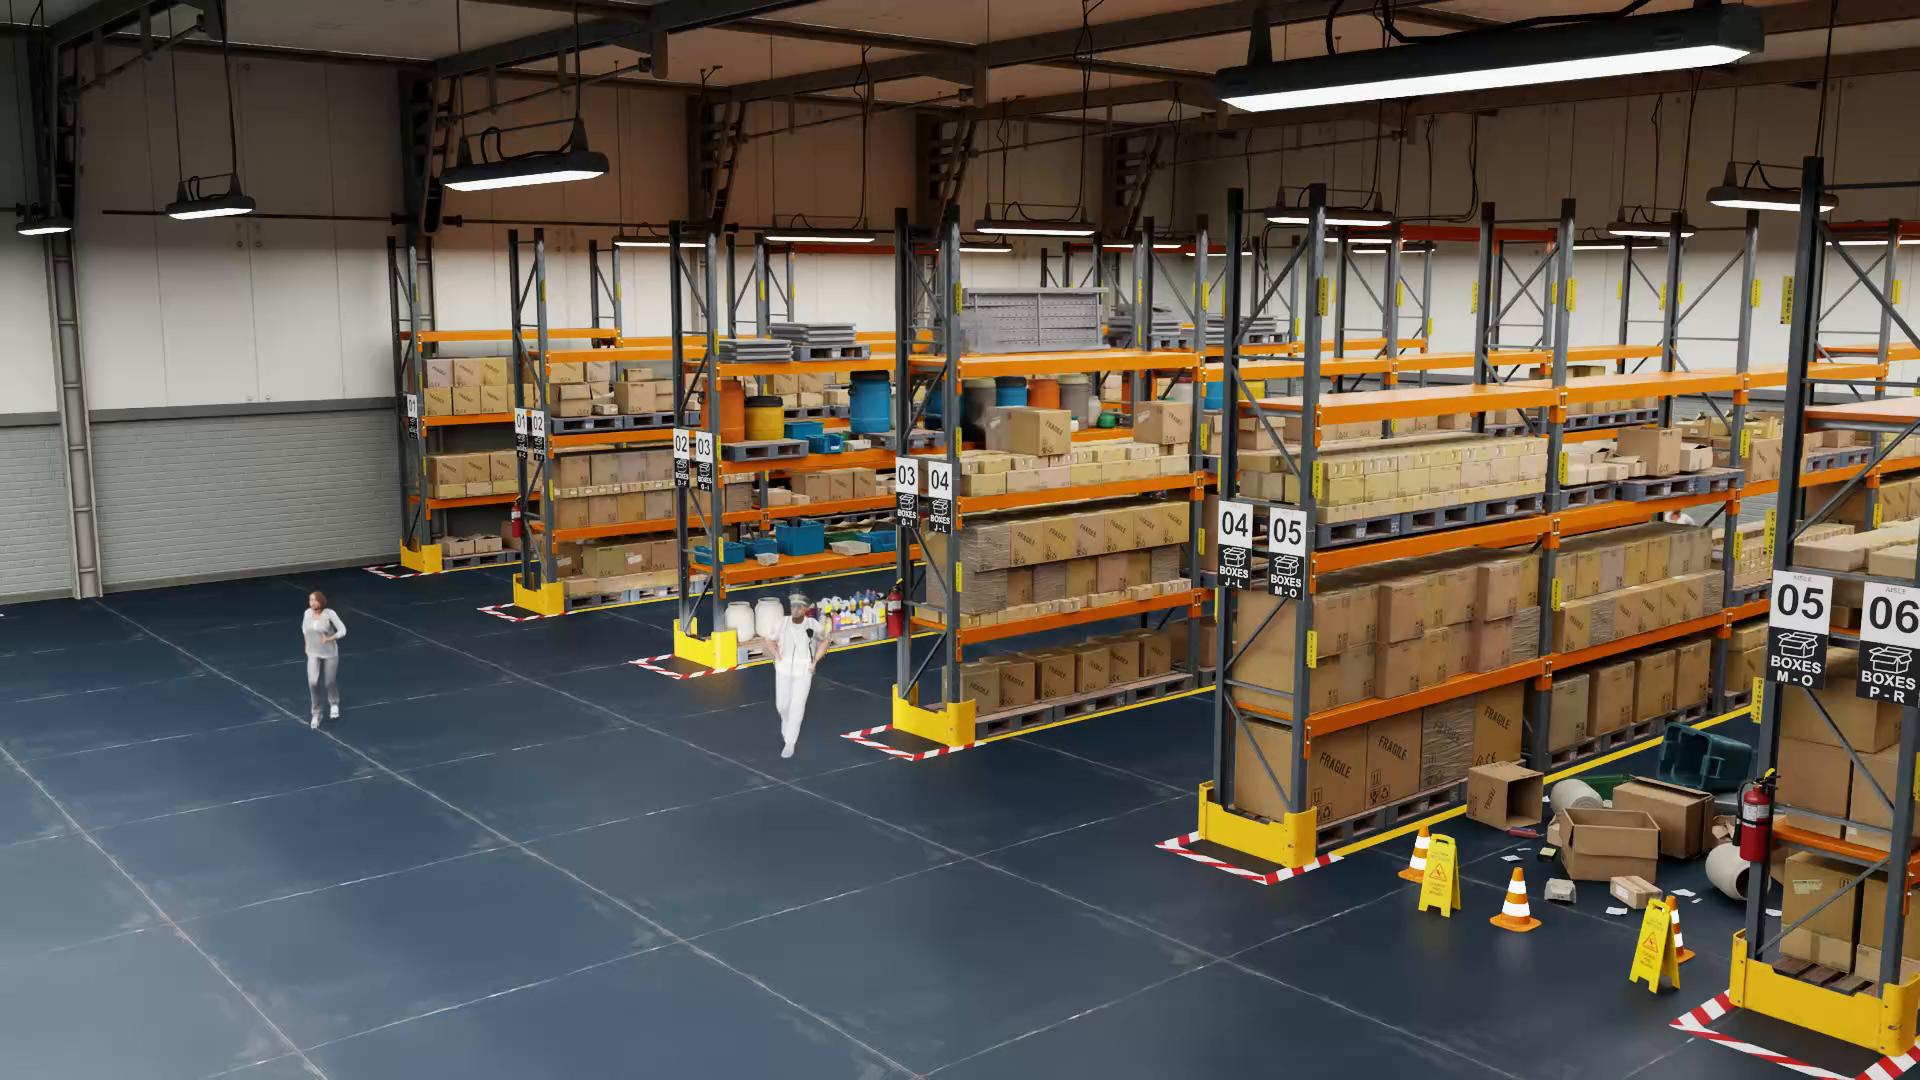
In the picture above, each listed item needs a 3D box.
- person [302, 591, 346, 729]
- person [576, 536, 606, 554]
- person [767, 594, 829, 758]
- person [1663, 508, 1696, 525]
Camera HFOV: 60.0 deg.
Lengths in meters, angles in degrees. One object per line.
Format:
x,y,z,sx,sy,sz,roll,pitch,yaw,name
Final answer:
-7.479,1.398,19.587,0.547,1.655,0.671,-1,9,-4,person
-6.501,-0.245,29.547,0.747,1.746,0.868,7,11,38,person
-1.816,1.462,18.590,0.670,1.793,0.863,1,9,5,person
11.463,0.189,26.683,0.658,1.788,0.843,8,12,43,person
